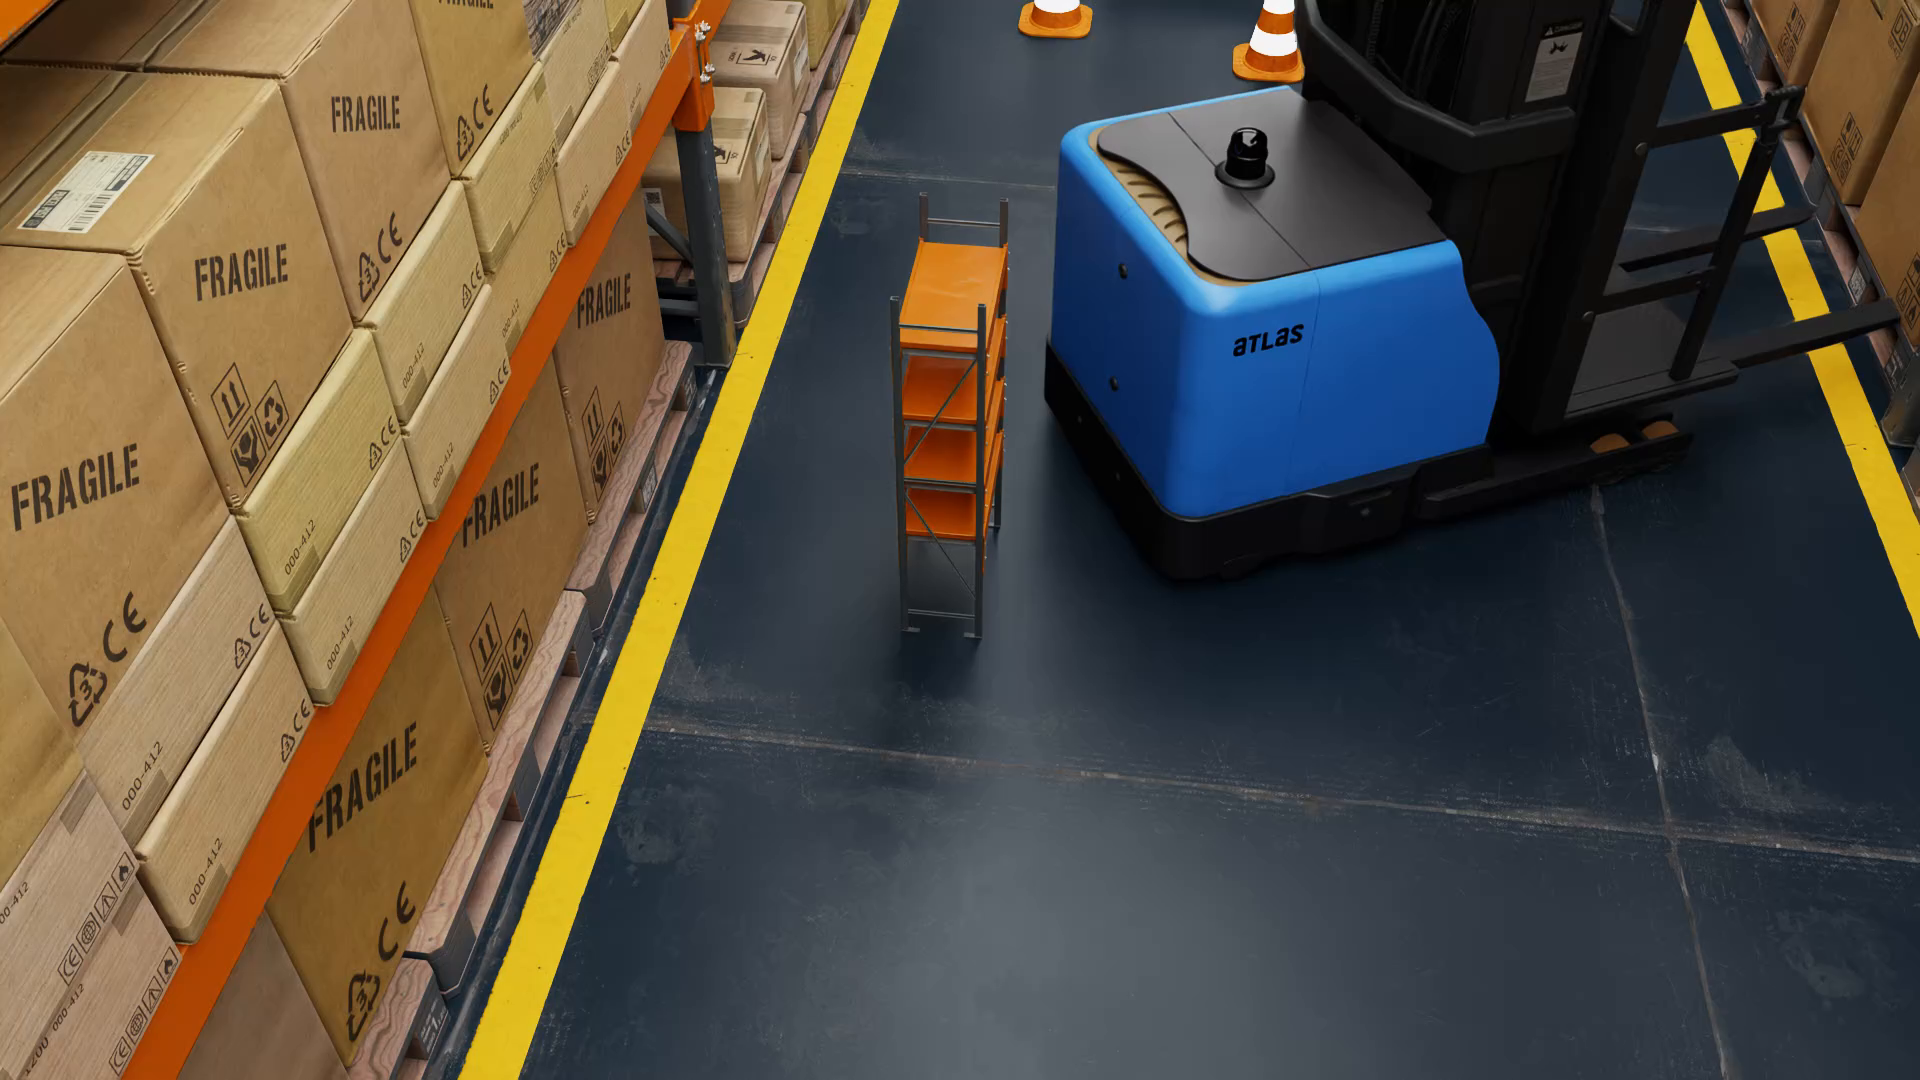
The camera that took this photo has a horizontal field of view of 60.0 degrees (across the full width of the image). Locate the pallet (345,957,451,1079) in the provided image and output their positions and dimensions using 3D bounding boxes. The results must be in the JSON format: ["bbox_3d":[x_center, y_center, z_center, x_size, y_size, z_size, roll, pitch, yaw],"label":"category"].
[{"bbox_3d":[-1.804,1.429,3.588,1.003,0.211,1.213,5,44,6],"label":"pallet"}]

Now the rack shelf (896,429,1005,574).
[{"bbox_3d":[-0.022,-0.130,4.901,0.258,0.148,0.480,5,44,6],"label":"rack shelf"}]

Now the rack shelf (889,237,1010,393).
[{"bbox_3d":[-0.022,-0.608,4.448,0.258,0.148,0.480,5,44,6],"label":"rack shelf"}]

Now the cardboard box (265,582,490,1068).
[{"bbox_3d":[-1.717,0.522,3.757,0.875,0.875,0.875,6,44,7],"label":"cardboard box"}]

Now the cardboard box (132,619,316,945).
[{"bbox_3d":[-1.444,0.375,2.782,0.500,0.250,0.500,4,44,4],"label":"cardboard box"}]

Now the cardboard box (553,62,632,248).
[{"bbox_3d":[-1.164,-1.005,4.239,0.500,0.250,0.500,6,44,6],"label":"cardboard box"}]

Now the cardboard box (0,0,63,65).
[{"bbox_3d":[-1.820,-0.829,3.144,0.500,0.500,0.500,6,44,6],"label":"cardboard box"}]

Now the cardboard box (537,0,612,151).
[{"bbox_3d":[-1.179,-1.201,4.083,0.500,0.250,0.500,4,44,4],"label":"cardboard box"}]

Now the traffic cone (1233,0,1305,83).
[{"bbox_3d":[1.403,-2.321,7.365,0.336,0.463,0.334,5,44,6],"label":"traffic cone"}]

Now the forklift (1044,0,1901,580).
[{"bbox_3d":[1.858,-1.572,4.779,3.031,2.935,1.130,-14,45,-15],"label":"forklift"}]

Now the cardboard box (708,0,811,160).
[{"bbox_3d":[-1.128,-1.863,6.642,0.950,0.372,0.625,4,44,5],"label":"cardboard box"}]

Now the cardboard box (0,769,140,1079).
[{"bbox_3d":[-1.493,0.548,2.236,0.500,0.250,0.500,4,44,4],"label":"cardboard box"}]

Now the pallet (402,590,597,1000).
[{"bbox_3d":[-1.645,0.595,4.468,1.003,0.211,1.213,5,44,6],"label":"pallet"}]

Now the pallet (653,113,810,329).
[{"bbox_3d":[-1.198,-1.297,6.466,1.003,0.211,1.213,5,44,6],"label":"pallet"}]

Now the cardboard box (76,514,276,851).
[{"bbox_3d":[-1.452,0.190,2.614,0.500,0.250,0.500,6,44,6],"label":"cardboard box"}]

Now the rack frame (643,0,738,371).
[{"bbox_3d":[-1.302,-1.777,4.945,1.000,3.000,0.127,5,44,6],"label":"rack frame"}]

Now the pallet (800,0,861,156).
[{"bbox_3d":[-1.034,-2.126,7.342,1.003,0.211,1.213,5,44,6],"label":"pallet"}]

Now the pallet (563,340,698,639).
[{"bbox_3d":[-1.481,-0.234,5.344,1.003,0.211,1.213,5,44,6],"label":"pallet"}]

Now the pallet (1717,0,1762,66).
[{"bbox_3d":[4.119,-2.577,7.818,1.003,0.211,1.213,5,44,6],"label":"pallet"}]

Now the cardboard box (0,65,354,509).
[{"bbox_3d":[-1.379,-0.415,2.707,0.500,0.500,0.500,4,44,4],"label":"cardboard box"}]

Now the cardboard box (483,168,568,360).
[{"bbox_3d":[-1.246,-0.663,3.878,0.500,0.250,0.500,5,44,5],"label":"cardboard box"}]

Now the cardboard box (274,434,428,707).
[{"bbox_3d":[-1.361,0.027,3.149,0.500,0.250,0.500,5,44,5],"label":"cardboard box"}]

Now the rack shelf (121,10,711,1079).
[{"bbox_3d":[-1.567,-0.153,3.753,1.077,0.370,4.000,5,44,6],"label":"rack shelf"}]

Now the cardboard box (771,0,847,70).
[{"bbox_3d":[-1.022,-2.380,7.187,0.950,0.372,0.625,7,44,7],"label":"cardboard box"}]

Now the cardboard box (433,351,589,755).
[{"bbox_3d":[-1.598,-0.088,4.401,0.875,0.875,0.875,6,44,6],"label":"cardboard box"}]

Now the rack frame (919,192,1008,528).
[{"bbox_3d":[0.010,-0.489,4.894,0.240,1.200,0.015,5,44,6],"label":"rack frame"}]

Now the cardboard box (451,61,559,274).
[{"bbox_3d":[-1.226,-0.851,3.712,0.500,0.250,0.500,4,44,4],"label":"cardboard box"}]

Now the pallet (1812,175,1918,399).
[{"bbox_3d":[3.797,-0.914,6.062,1.003,0.211,1.213,5,44,6],"label":"pallet"}]

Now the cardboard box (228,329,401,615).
[{"bbox_3d":[-1.359,-0.152,2.974,0.500,0.250,0.500,6,44,6],"label":"cardboard box"}]

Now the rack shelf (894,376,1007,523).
[{"bbox_3d":[-0.022,-0.274,4.765,0.258,0.148,0.480,5,44,6],"label":"rack shelf"}]

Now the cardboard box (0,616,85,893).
[{"bbox_3d":[-1.488,0.276,1.977,0.500,0.500,0.500,6,44,6],"label":"cardboard box"}]

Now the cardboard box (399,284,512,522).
[{"bbox_3d":[-1.286,-0.313,3.508,0.500,0.250,0.500,5,44,5],"label":"cardboard box"}]

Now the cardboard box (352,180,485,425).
[{"bbox_3d":[-1.294,-0.497,3.338,0.500,0.250,0.500,4,44,4],"label":"cardboard box"}]

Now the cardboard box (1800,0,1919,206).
[{"bbox_3d":[3.900,-1.735,6.231,1.050,0.750,0.750,6,44,6],"label":"cardboard box"}]

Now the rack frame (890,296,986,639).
[{"bbox_3d":[-0.054,-0.157,4.543,0.240,1.200,0.015,5,44,6],"label":"rack frame"}]

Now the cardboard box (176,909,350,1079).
[{"bbox_3d":[-1.828,1.138,3.106,0.875,0.875,0.875,6,44,7],"label":"cardboard box"}]

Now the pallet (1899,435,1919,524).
[{"bbox_3d":[3.513,0.149,4.939,1.003,0.211,1.213,5,44,6],"label":"pallet"}]

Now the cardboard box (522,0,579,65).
[{"bbox_3d":[-1.171,-1.450,3.800,0.500,0.500,0.500,6,44,6],"label":"cardboard box"}]

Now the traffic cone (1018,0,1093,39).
[{"bbox_3d":[0.450,-2.610,7.670,0.336,0.463,0.334,5,44,6],"label":"traffic cone"}]

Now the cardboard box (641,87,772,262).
[{"bbox_3d":[-1.218,-1.360,6.110,0.950,0.372,0.625,3,43,3],"label":"cardboard box"}]

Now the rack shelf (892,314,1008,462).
[{"bbox_3d":[-0.022,-0.436,4.611,0.258,0.148,0.480,5,44,6],"label":"rack shelf"}]

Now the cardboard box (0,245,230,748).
[{"bbox_3d":[-1.448,-0.074,2.346,0.500,0.500,0.500,5,44,5],"label":"cardboard box"}]

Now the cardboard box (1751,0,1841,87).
[{"bbox_3d":[4.022,-2.369,6.902,1.050,0.750,0.750,5,44,6],"label":"cardboard box"}]

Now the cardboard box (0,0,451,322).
[{"bbox_3d":[-1.317,-0.768,3.079,0.500,0.500,0.500,5,44,5],"label":"cardboard box"}]

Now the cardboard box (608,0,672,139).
[{"bbox_3d":[-1.112,-1.355,4.608,0.500,0.250,0.500,4,44,4],"label":"cardboard box"}]

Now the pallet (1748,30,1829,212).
[{"bbox_3d":[3.960,-1.743,6.937,1.003,0.211,1.213,5,44,6],"label":"pallet"}]

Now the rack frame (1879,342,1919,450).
[{"bbox_3d":[3.618,-1.396,4.543,1.000,3.000,0.127,5,44,6],"label":"rack frame"}]

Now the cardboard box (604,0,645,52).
[{"bbox_3d":[-1.115,-1.551,4.452,0.500,0.250,0.500,5,44,5],"label":"cardboard box"}]

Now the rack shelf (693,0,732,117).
[{"bbox_3d":[-1.038,-2.879,6.632,1.077,0.370,4.000,5,44,6],"label":"rack shelf"}]

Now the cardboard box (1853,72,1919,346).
[{"bbox_3d":[3.787,-1.139,5.602,1.050,0.750,0.750,5,44,5],"label":"cardboard box"}]

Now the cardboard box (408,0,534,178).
[{"bbox_3d":[-1.243,-1.112,3.443,0.500,0.500,0.500,5,44,6],"label":"cardboard box"}]

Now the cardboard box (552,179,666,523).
[{"bbox_3d":[-1.476,-0.695,5.042,0.875,0.875,0.875,5,44,5],"label":"cardboard box"}]

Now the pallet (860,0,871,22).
[{"bbox_3d":[-0.875,-2.960,8.223,1.003,0.211,1.213,5,44,6],"label":"pallet"}]

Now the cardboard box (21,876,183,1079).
[{"bbox_3d":[-1.511,0.727,2.409,0.500,0.250,0.500,4,44,5],"label":"cardboard box"}]

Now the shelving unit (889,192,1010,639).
[{"bbox_3d":[-0.022,-0.323,4.718,0.258,1.200,0.503,5,44,6],"label":"shelving unit"}]
